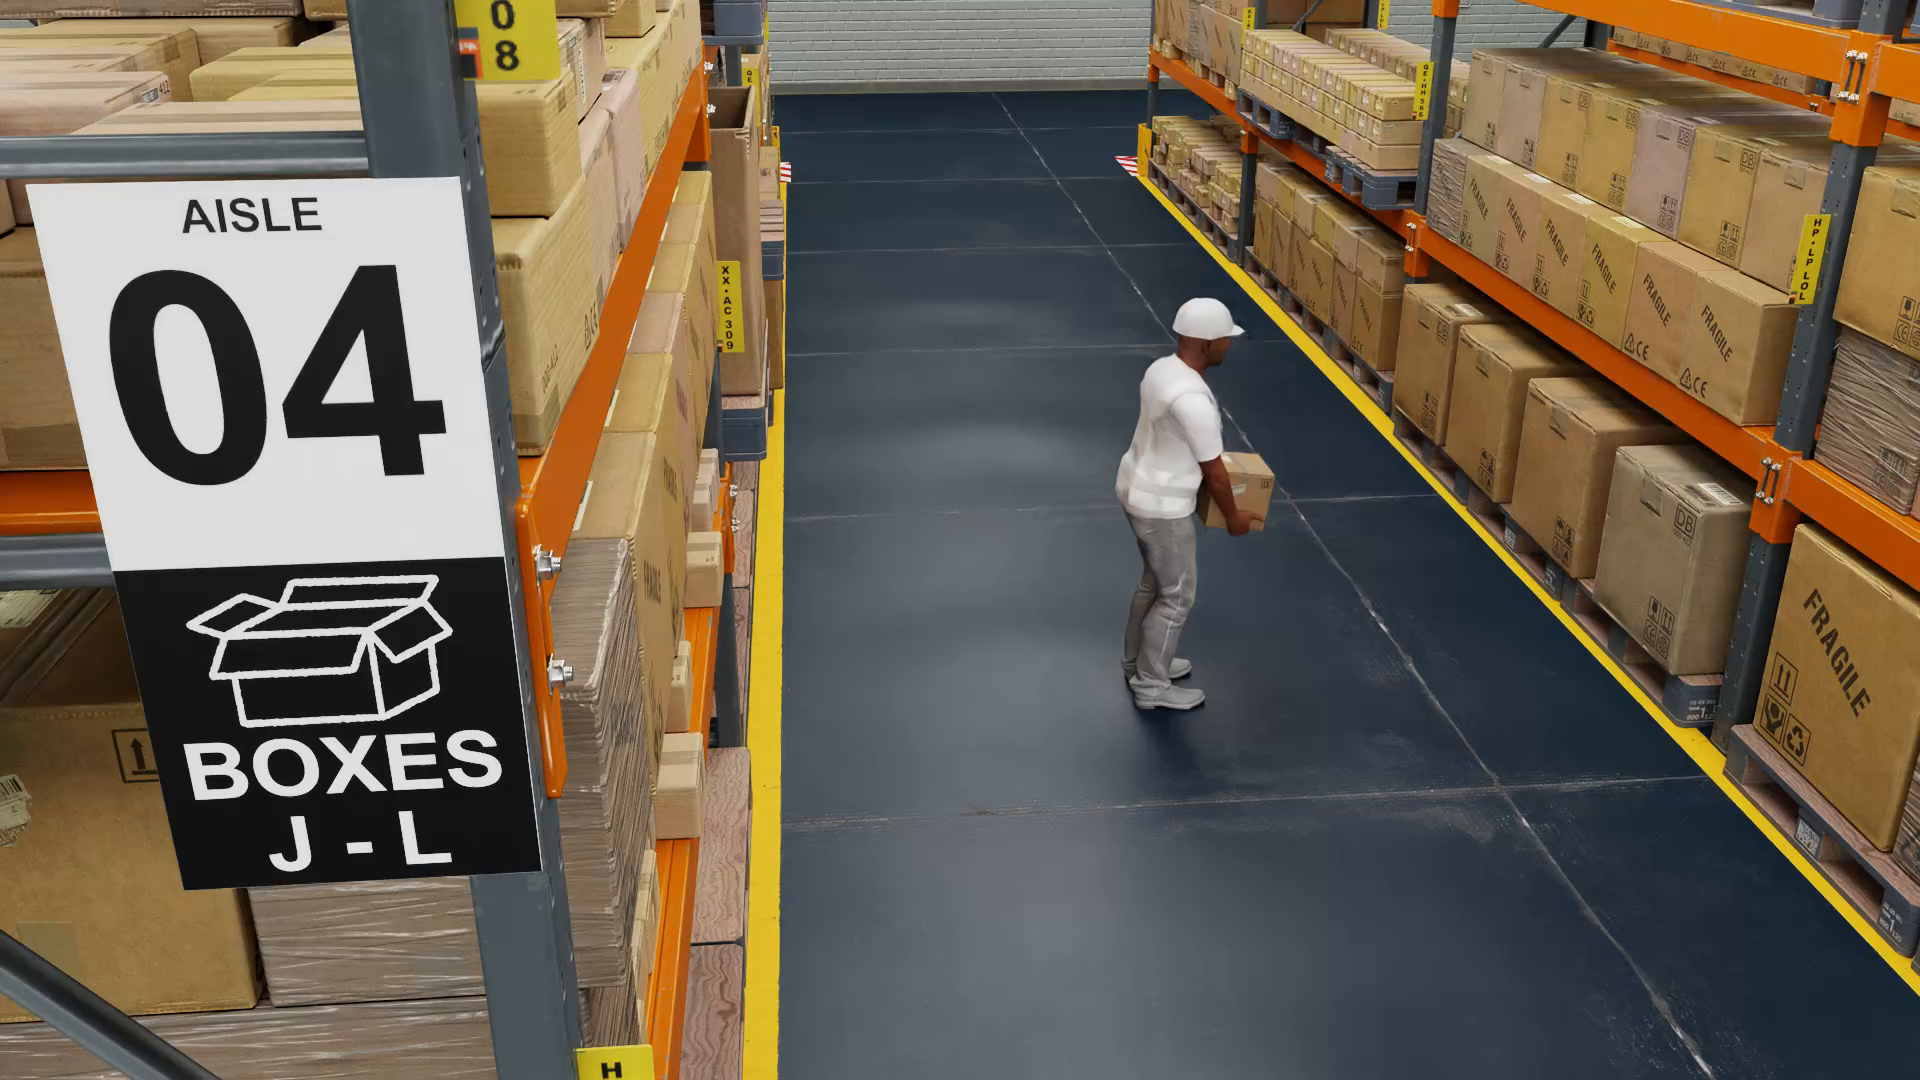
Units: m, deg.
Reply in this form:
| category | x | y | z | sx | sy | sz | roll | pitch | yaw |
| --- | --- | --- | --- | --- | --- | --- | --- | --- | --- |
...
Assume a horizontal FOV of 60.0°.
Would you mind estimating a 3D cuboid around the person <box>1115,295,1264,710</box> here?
| category | x | y | z | sx | sy | sz | roll | pitch | yaw |
| --- | --- | --- | --- | --- | --- | --- | --- | --- | --- |
| person | 0.948 | -0.163 | 6.952 | 0.581 | 1.758 | 0.504 | -3 | 24 | -6 |
